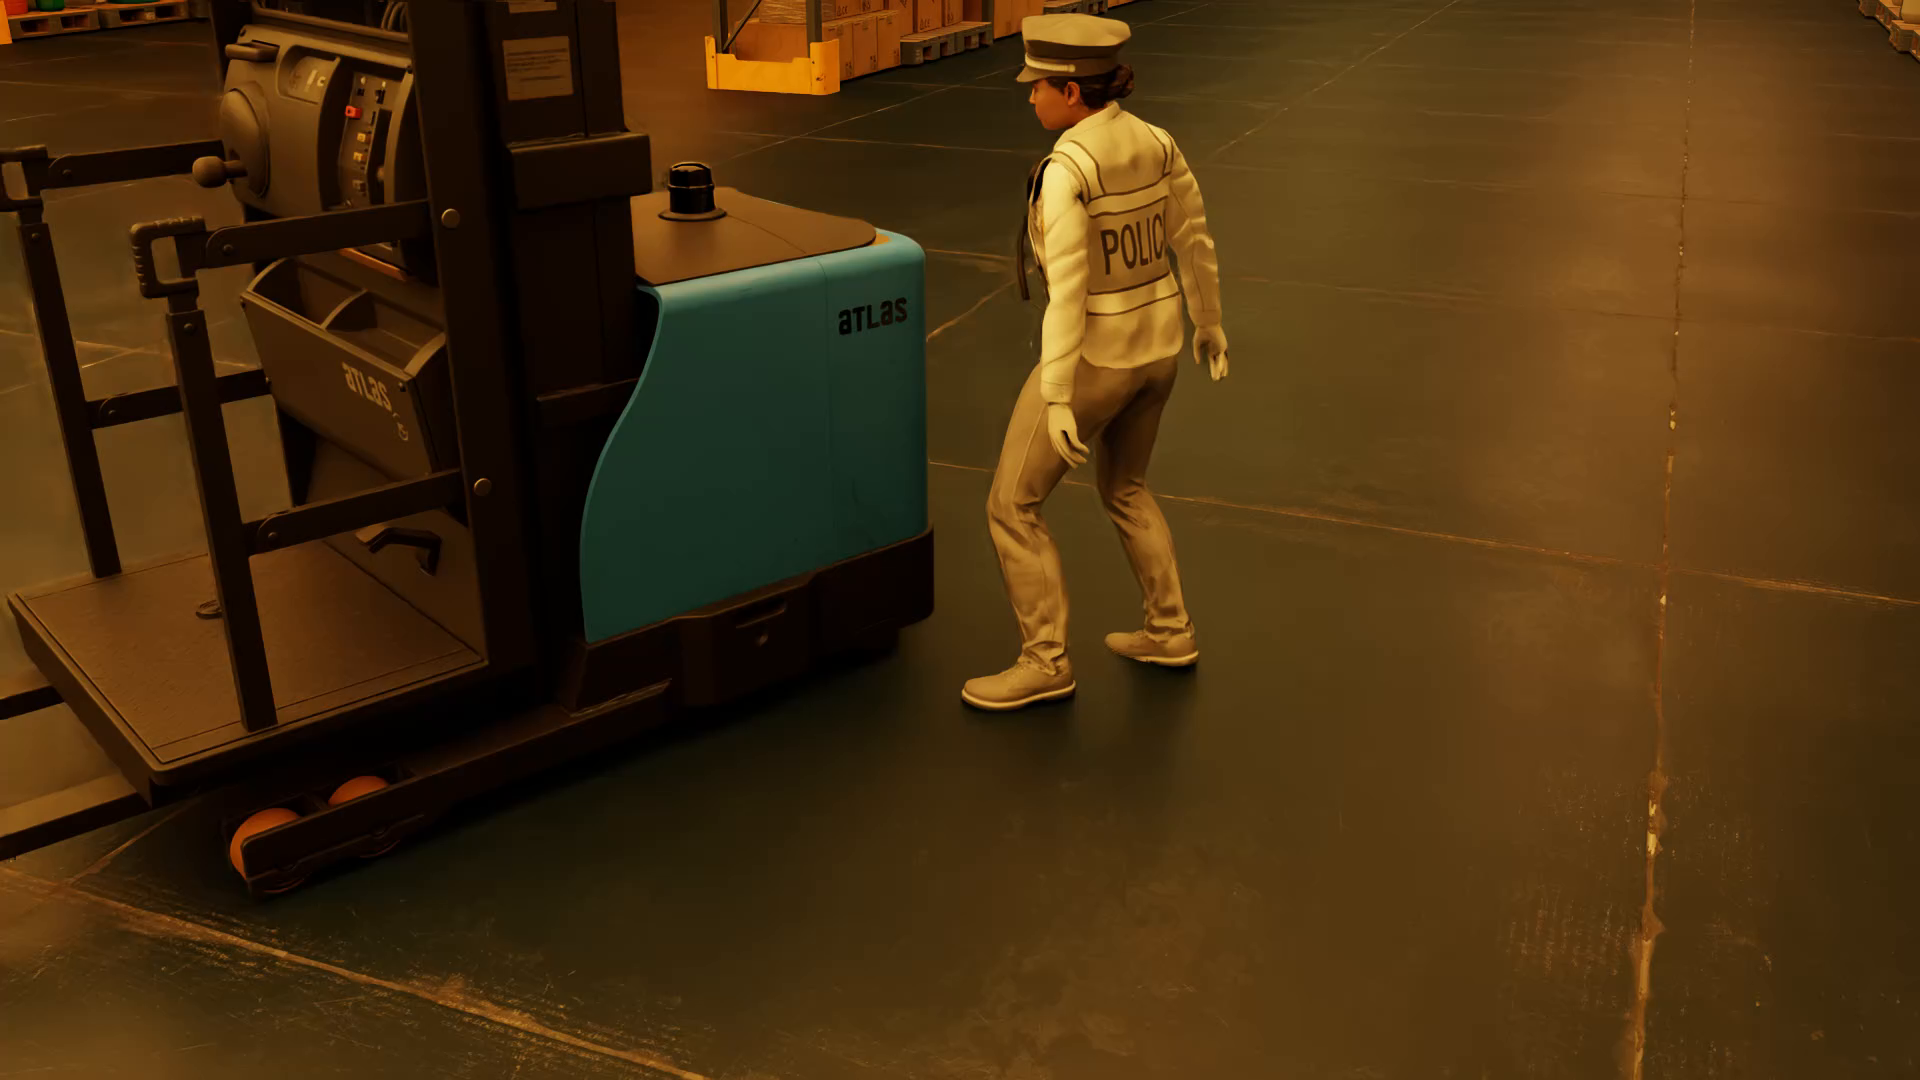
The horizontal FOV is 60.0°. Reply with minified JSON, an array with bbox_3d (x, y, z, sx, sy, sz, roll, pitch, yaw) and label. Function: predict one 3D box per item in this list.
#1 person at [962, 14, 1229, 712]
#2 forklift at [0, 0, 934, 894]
[{"bbox_3d":[0.355,-0.410,4.019,0.417,1.639,0.808,20,30,40],"label":"person"},{"bbox_3d":[-1.509,-0.864,3.359,3.031,2.935,1.130,-19,29,-38],"label":"forklift"}]
